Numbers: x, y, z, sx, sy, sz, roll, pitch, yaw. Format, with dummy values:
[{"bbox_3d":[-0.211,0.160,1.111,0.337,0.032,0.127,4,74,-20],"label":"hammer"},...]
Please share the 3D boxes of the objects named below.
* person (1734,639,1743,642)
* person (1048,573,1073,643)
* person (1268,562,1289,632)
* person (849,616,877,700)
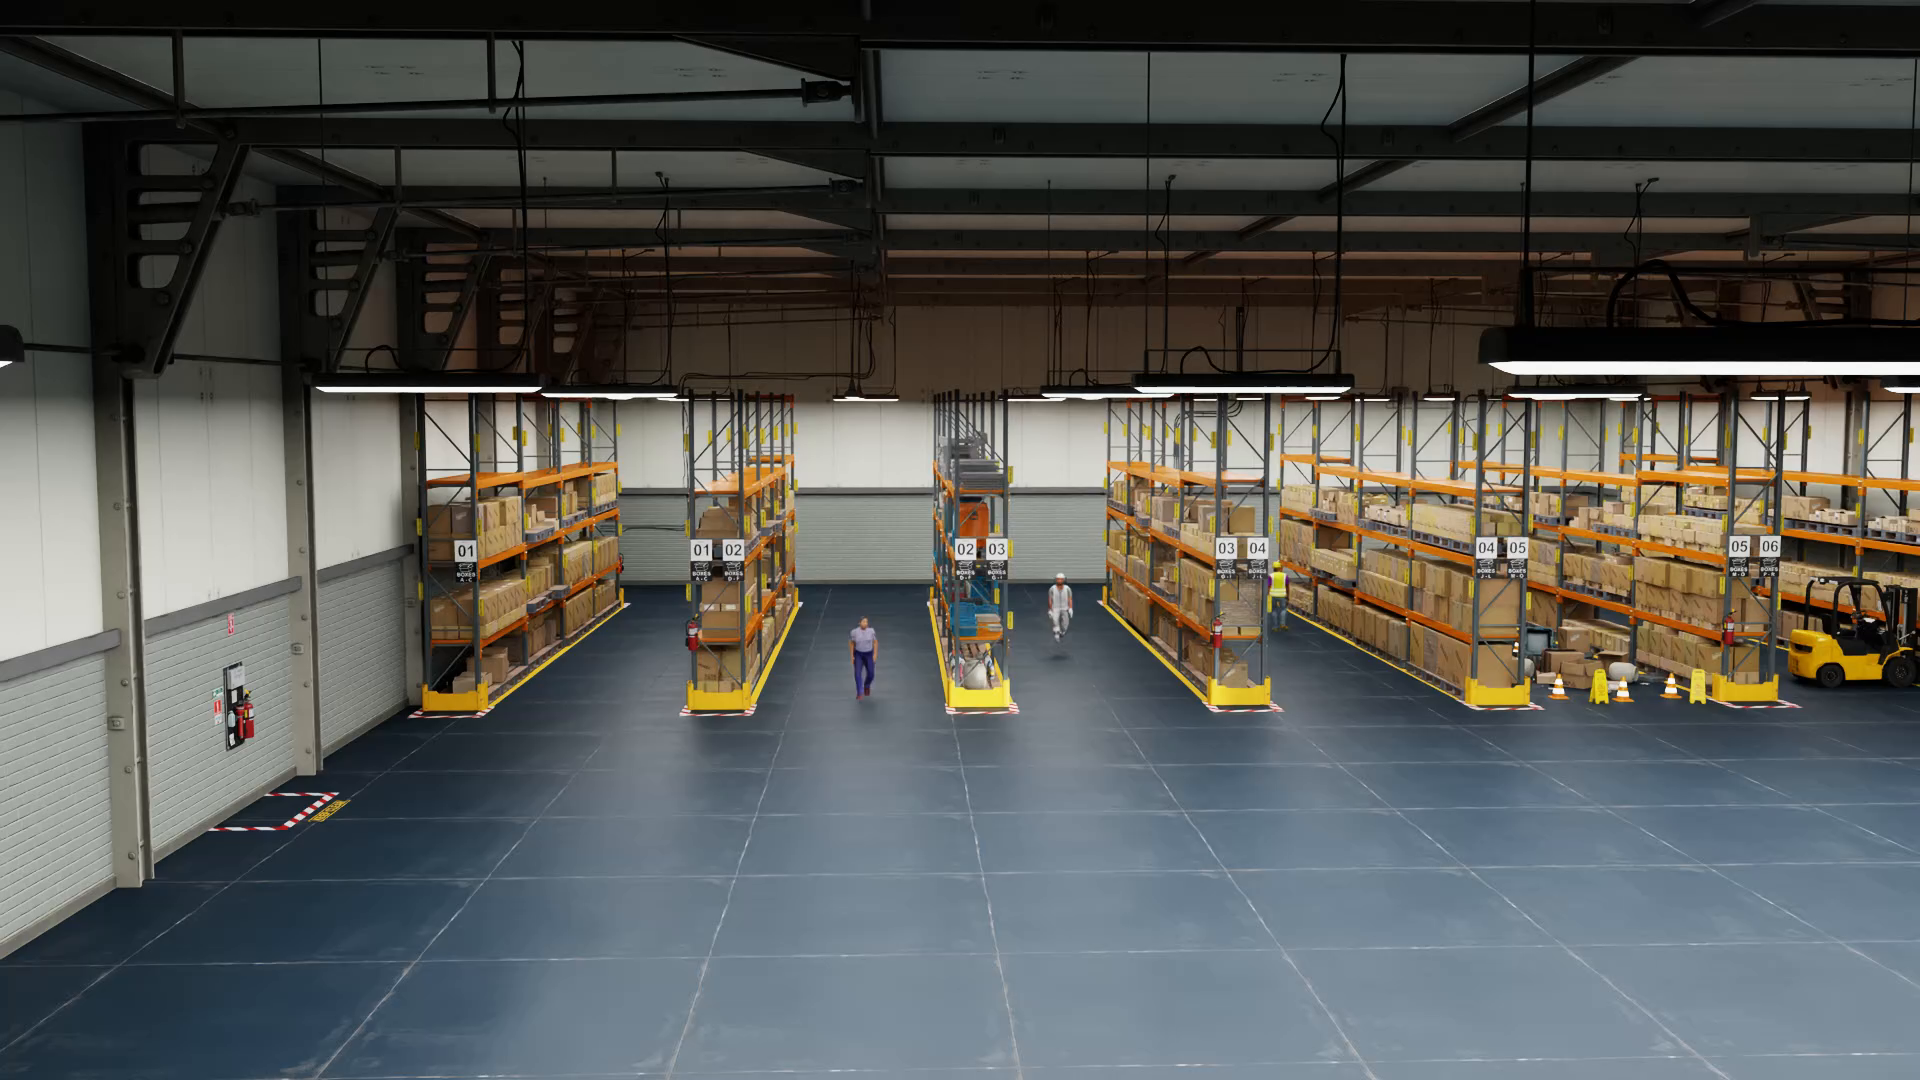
[{"bbox_3d":[16.686,1.926,35.877,0.579,1.755,0.565,0,5,-4],"label":"person"},{"bbox_3d":[2.332,1.543,38.331,0.539,1.549,1.078,-1,5,-7],"label":"person"},{"bbox_3d":[8.018,1.431,41.961,0.597,1.760,0.530,0,5,-3],"label":"person"},{"bbox_3d":[-1.889,2.276,32.415,0.549,1.638,0.534,-1,5,-7],"label":"person"}]
